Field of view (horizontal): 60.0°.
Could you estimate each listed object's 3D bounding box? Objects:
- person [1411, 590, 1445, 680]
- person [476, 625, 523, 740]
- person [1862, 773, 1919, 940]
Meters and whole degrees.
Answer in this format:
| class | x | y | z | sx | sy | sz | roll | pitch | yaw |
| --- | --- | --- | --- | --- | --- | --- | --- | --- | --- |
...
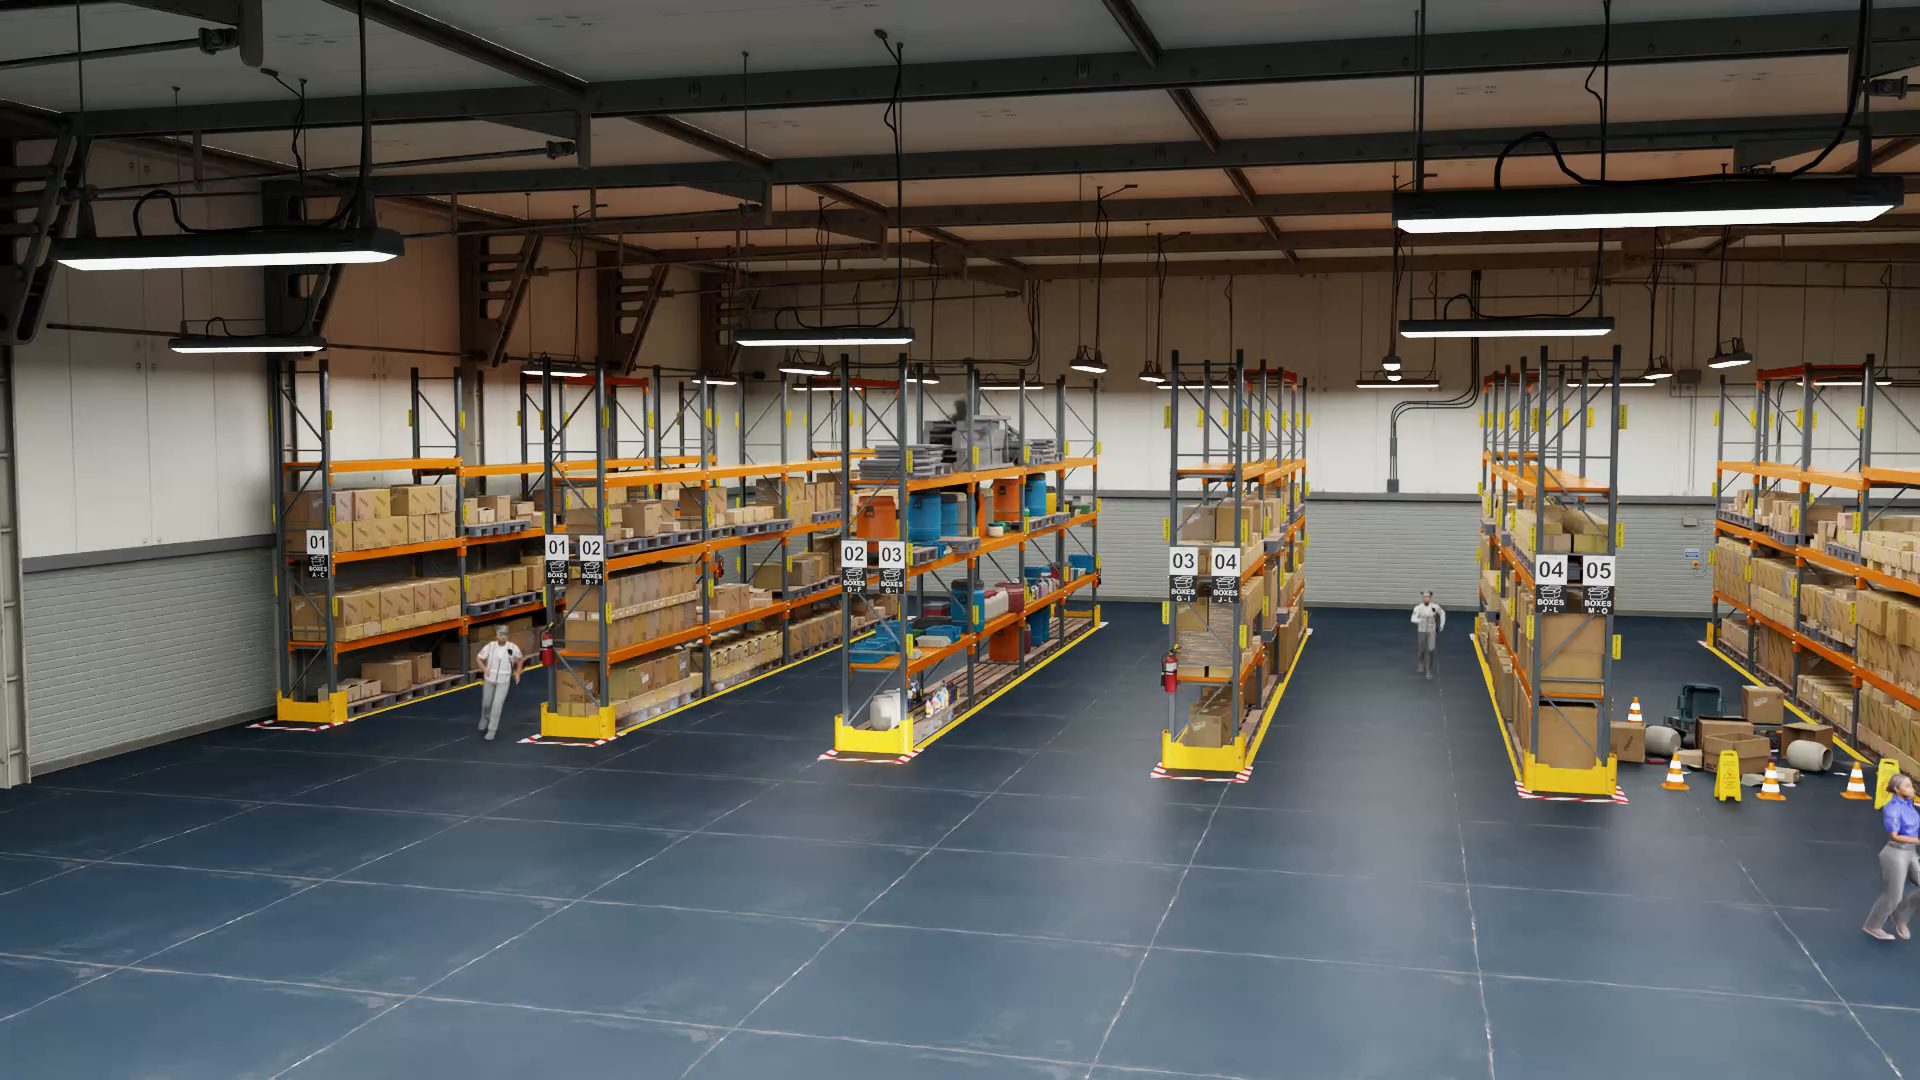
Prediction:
| class | x | y | z | sx | sy | sz | roll | pitch | yaw |
| --- | --- | --- | --- | --- | --- | --- | --- | --- | --- |
| person | 9.129 | 1.828 | 32.447 | 0.622 | 1.740 | 0.879 | 1 | 4 | 18 |
| person | -7.320 | 2.223 | 26.401 | 0.734 | 1.747 | 0.973 | -1 | 4 | -10 |
| person | 9.019 | 3.044 | 15.866 | 0.566 | 1.641 | 0.665 | -3 | 5 | -35 |
